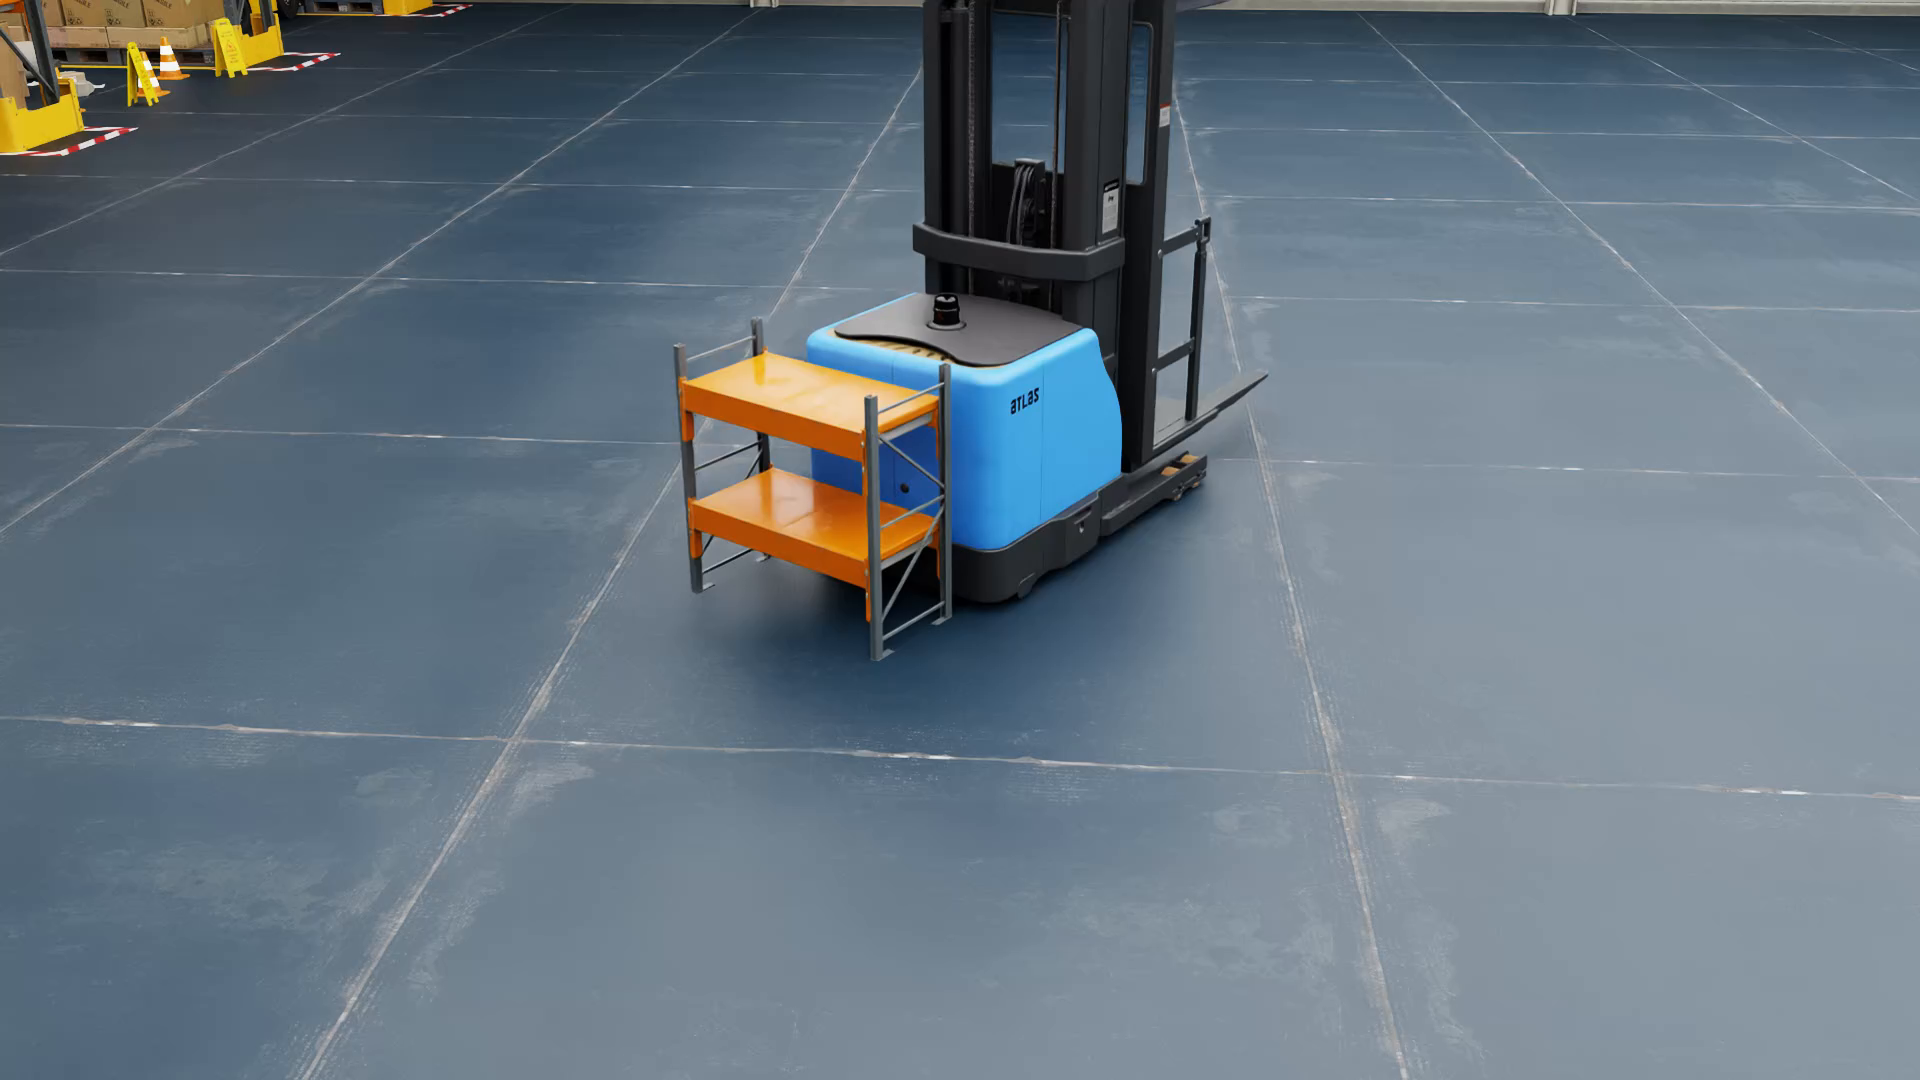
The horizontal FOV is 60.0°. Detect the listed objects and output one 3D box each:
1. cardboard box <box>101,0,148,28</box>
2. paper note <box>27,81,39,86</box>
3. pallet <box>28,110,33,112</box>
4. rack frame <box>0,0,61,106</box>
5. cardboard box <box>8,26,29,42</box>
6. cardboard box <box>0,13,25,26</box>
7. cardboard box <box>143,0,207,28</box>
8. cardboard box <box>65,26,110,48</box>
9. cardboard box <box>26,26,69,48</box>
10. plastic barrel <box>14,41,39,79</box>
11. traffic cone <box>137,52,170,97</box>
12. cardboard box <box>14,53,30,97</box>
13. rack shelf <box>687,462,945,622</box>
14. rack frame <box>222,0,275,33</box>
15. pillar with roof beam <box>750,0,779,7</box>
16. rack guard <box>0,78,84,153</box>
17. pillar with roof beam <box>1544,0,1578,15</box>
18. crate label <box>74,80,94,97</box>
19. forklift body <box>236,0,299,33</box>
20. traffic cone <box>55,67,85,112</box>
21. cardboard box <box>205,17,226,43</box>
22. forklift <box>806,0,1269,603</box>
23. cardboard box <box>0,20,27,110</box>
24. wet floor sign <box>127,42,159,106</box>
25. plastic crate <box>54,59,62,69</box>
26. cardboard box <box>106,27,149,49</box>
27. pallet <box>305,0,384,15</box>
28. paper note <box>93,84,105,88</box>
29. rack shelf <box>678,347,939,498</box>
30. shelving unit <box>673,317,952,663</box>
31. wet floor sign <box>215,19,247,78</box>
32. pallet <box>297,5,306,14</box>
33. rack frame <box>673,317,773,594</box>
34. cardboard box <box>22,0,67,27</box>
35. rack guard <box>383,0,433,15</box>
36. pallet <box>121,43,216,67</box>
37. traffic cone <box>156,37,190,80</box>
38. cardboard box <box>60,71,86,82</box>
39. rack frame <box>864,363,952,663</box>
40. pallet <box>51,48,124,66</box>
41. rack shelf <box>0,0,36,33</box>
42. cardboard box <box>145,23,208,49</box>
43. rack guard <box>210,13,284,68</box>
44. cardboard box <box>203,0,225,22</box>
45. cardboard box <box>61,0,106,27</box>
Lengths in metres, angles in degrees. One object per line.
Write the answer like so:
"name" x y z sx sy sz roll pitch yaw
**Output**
"cardboard box" -10.089 -6.543 20.270 0.500 0.500 0.500 3 25 6
"paper note" -10.680 -5.264 19.168 0.142 0.019 0.148 11 27 22
"pallet" -9.831 -3.988 16.164 1.213 0.211 1.003 2 25 4
"rack frame" -9.028 -5.262 15.597 0.127 3.000 1.000 2 25 4
"cardboard box" -11.637 -6.254 20.540 0.500 0.250 0.500 3 25 7
"cardboard box" -11.635 -6.595 20.383 0.500 0.500 0.500 3 25 6
"cardboard box" -9.568 -6.527 20.237 0.500 0.500 0.500 2 25 4
"cardboard box" -10.614 -6.218 20.461 0.500 0.250 0.500 1 25 2
"cardboard box" -11.108 -6.238 20.505 0.500 0.250 0.500 2 25 3
"plastic barrel" -10.925 -5.593 19.398 0.421 0.421 0.512 22 33 39
"traffic cone" -9.023 -5.178 18.450 0.334 0.463 0.336 2 25 4
"cardboard box" -10.694 -5.195 18.438 0.637 0.503 0.797 -17 30 -32
"rack shelf" -0.603 -0.011 7.013 1.000 0.278 0.538 18 30 33
"rack frame" -8.749 -7.328 20.087 0.127 3.000 1.000 2 25 4
"pillar with roof beam" -3.345 -10.534 19.878 0.400 9.000 9.100 2 25 4
"rack guard" -9.004 -4.125 16.117 0.348 0.500 1.175 2 25 4
"pillar with roof beam" 8.619 -10.150 19.043 0.400 9.000 9.100 2 25 4
"crate label" -9.811 -5.030 18.517 0.298 0.136 0.250 -11 27 -23
"forklift body" -10.403 -8.312 23.240 1.214 2.155 2.313 2 25 4
"traffic cone" -9.448 -4.718 17.450 0.334 0.463 0.336 2 25 4
"cardboard box" -9.532 -6.411 20.881 0.500 0.250 0.500 2 25 4
"forklift" 0.580 -1.628 7.781 1.130 2.935 3.031 16 29 31
"cardboard box" -9.709 -4.481 15.940 0.875 0.875 0.875 2 25 4
"wet floor sign" -8.847 -5.017 17.880 0.232 0.644 0.267 -2 25 -5
"plastic crate" -11.235 -5.738 20.124 0.583 0.080 0.402 -7 26 -14
"cardboard box" -10.092 -6.203 20.430 0.500 0.250 0.500 2 25 4
"pallet" -9.139 -8.137 25.182 1.213 0.211 1.003 2 25 4
"paper note" -9.844 -5.180 18.971 0.142 0.019 0.148 -7 26 -14
"rack shelf" -0.603 -0.499 6.788 1.000 0.278 0.538 18 30 33
"shelving unit" -0.603 -0.233 6.911 1.048 1.125 0.538 18 30 33
"wet floor sign" -8.642 -5.806 19.597 0.232 0.644 0.267 11 27 22
"pallet" -10.352 -8.177 25.269 1.213 0.211 1.003 2 25 4
"rack frame" -1.008 -0.361 7.189 0.032 1.125 0.500 18 30 33
"cardboard box" -11.119 -6.577 20.346 0.500 0.500 0.500 3 25 7
"rack guard" -8.349 -8.261 25.104 0.348 0.500 1.175 2 25 4
"pallet" -9.632 -6.104 20.764 1.213 0.211 1.003 2 25 4
"traffic cone" -9.277 -5.652 19.479 0.334 0.463 0.336 2 25 4
"cardboard box" -10.210 -5.233 18.945 0.250 0.149 0.380 16 29 31
"rack frame" -0.197 -0.105 6.632 0.032 1.125 0.500 18 30 33
"pallet" -10.846 -6.145 20.851 1.213 0.211 1.003 2 25 4
"rack shelf" -11.022 -4.999 15.886 4.000 0.370 1.077 2 25 4
"cardboard box" -9.600 -6.184 20.388 0.500 0.250 0.500 2 25 4
"rack guard" -8.825 -6.195 20.615 0.348 0.500 1.175 2 25 4
"cardboard box" -9.556 -6.752 20.725 0.500 0.500 0.500 1 25 2
"cardboard box" -10.591 -6.562 20.312 0.500 0.500 0.500 1 25 3
